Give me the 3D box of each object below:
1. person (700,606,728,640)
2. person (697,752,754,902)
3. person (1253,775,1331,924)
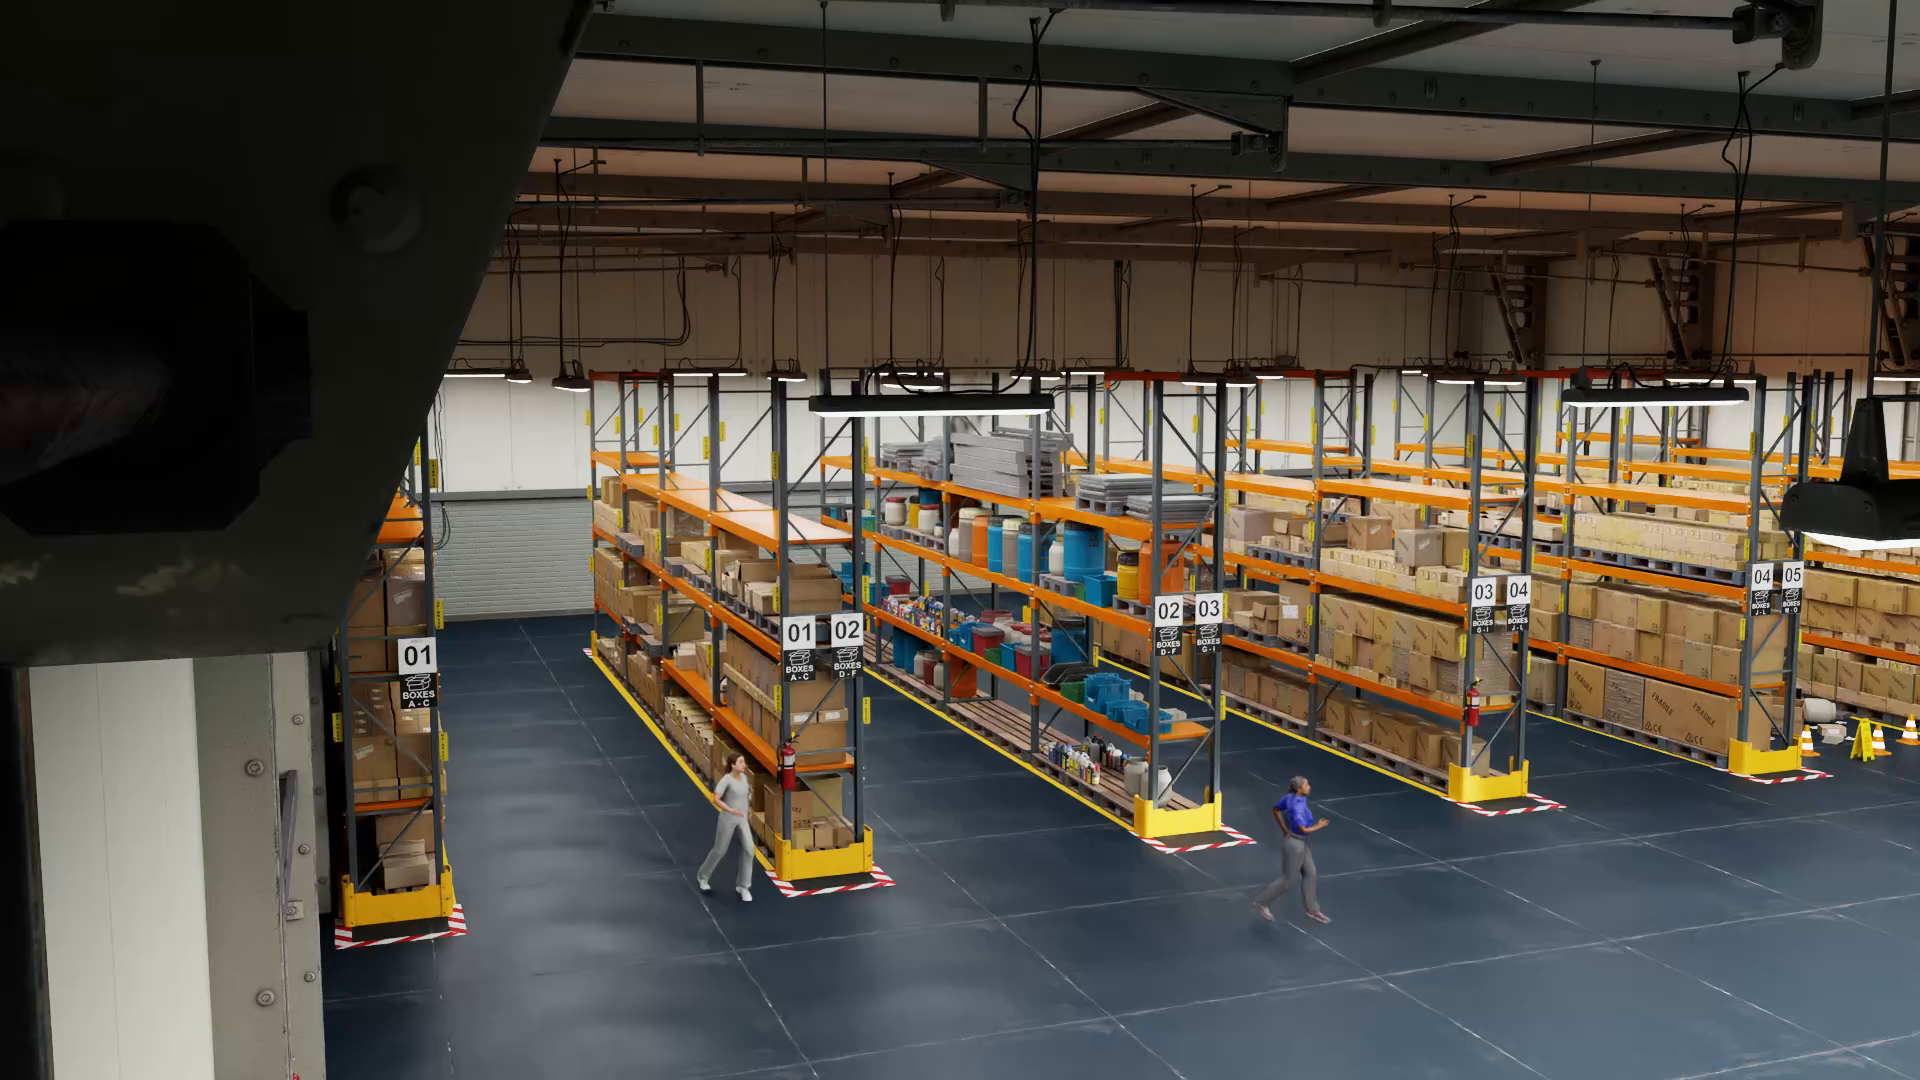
[{"bbox_3d":[-5.157,1.561,34.907,0.703,1.769,0.945,-3,7,-27],"label":"person"},{"bbox_3d":[-2.655,3.357,19.564,0.846,1.630,0.643,6,8,41],"label":"person"},{"bbox_3d":[3.698,3.436,18.459,0.871,1.684,0.595,1,6,7],"label":"person"}]
